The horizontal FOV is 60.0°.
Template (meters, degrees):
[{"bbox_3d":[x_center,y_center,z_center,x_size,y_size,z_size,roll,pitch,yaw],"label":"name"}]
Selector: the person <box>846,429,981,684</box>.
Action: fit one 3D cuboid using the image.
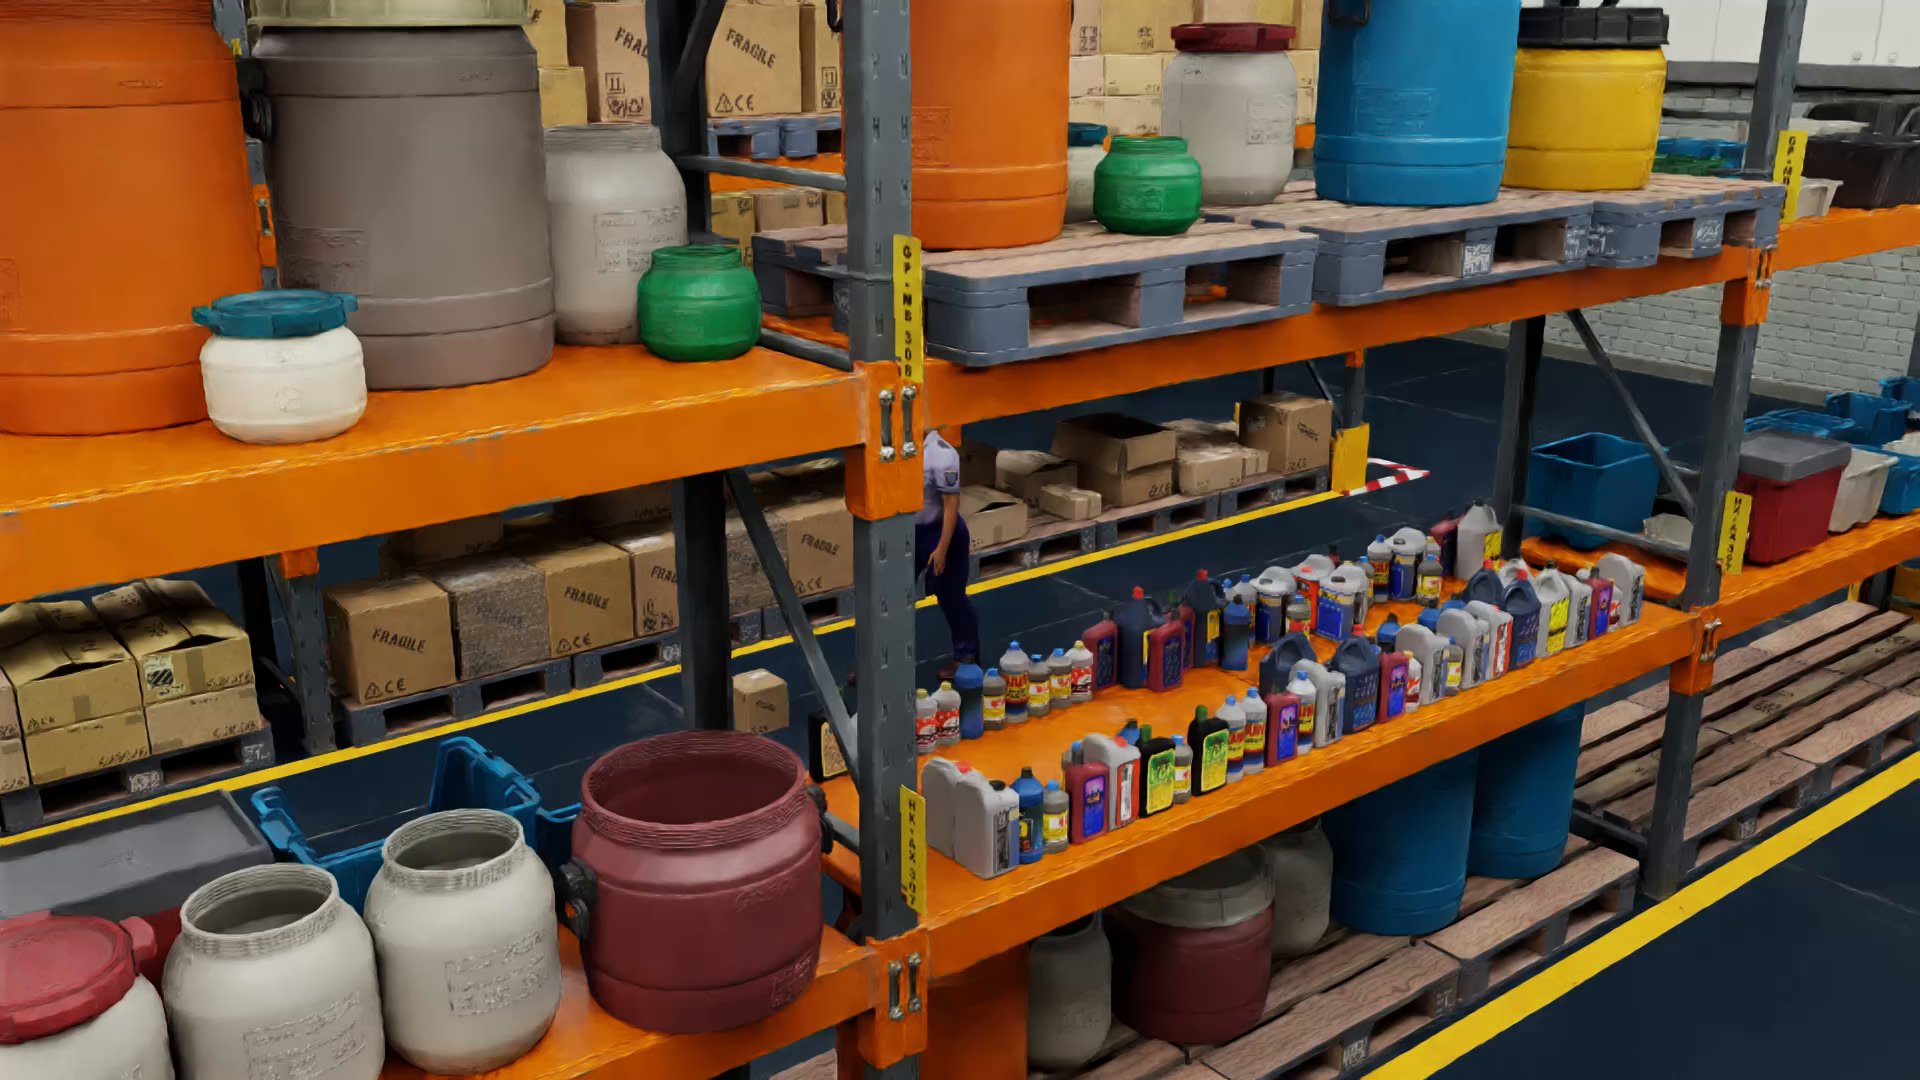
[{"bbox_3d":[-0.213,0.006,9.034,0.740,1.627,0.506,-15,23,-38],"label":"person"}]
